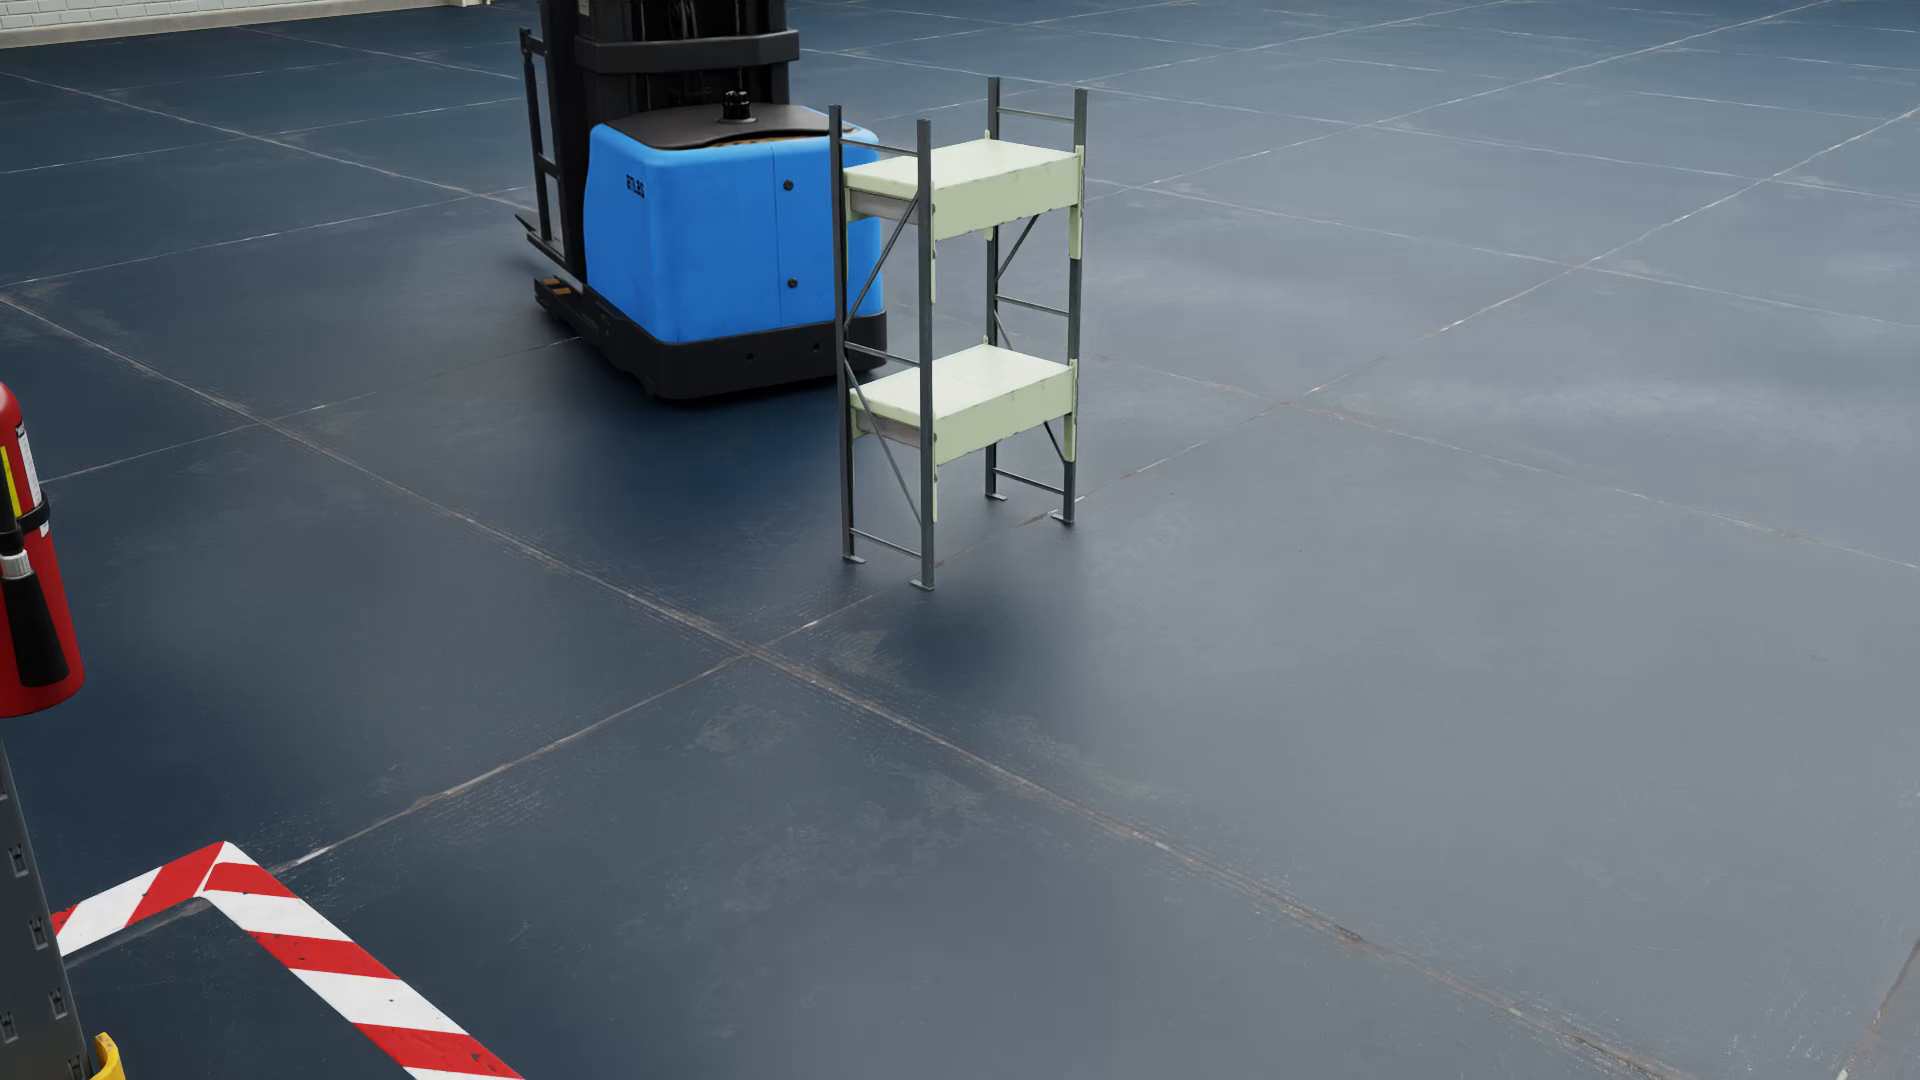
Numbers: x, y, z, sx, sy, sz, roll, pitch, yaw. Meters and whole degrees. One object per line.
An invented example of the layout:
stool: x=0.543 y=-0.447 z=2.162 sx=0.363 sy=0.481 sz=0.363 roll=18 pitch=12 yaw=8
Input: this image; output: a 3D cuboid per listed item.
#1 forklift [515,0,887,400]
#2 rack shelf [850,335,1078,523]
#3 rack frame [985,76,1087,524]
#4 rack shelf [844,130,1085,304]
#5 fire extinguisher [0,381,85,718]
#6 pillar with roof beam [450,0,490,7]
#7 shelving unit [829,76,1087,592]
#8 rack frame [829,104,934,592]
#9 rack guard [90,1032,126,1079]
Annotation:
forklift: x=-1.463 y=-2.481 z=7.701 sx=1.130 sy=2.935 sz=3.031 roll=-12 pitch=27 yaw=-26
rack shelf: x=0.004 y=-0.389 z=5.581 sx=0.431 sy=0.370 sz=0.720 roll=20 pitch=31 yaw=38
rack frame: x=0.249 y=-0.798 z=5.696 sx=0.400 sy=1.500 sz=0.023 roll=20 pitch=31 yaw=38
rack shelf: x=0.004 y=-1.042 z=5.288 sx=0.431 sy=0.370 sz=0.720 roll=20 pitch=31 yaw=38
fire extinguisher: x=-1.403 y=-0.079 z=2.354 sx=0.296 sy=0.674 sz=0.183 roll=20 pitch=31 yaw=38
pillar with roof beam: x=-2.822 y=-9.517 z=15.977 sx=9.100 sy=9.000 sz=0.400 roll=20 pitch=31 yaw=38
shelving unit: x=0.004 y=-0.686 z=5.448 sx=0.431 sy=1.500 sz=0.755 roll=20 pitch=31 yaw=38
rack frame: x=-0.240 y=-0.575 z=5.199 sx=0.400 sy=1.500 sz=0.023 roll=20 pitch=31 yaw=38
rack guard: x=-1.873 y=0.959 z=3.001 sx=1.175 sy=0.500 sz=0.348 roll=20 pitch=31 yaw=38
